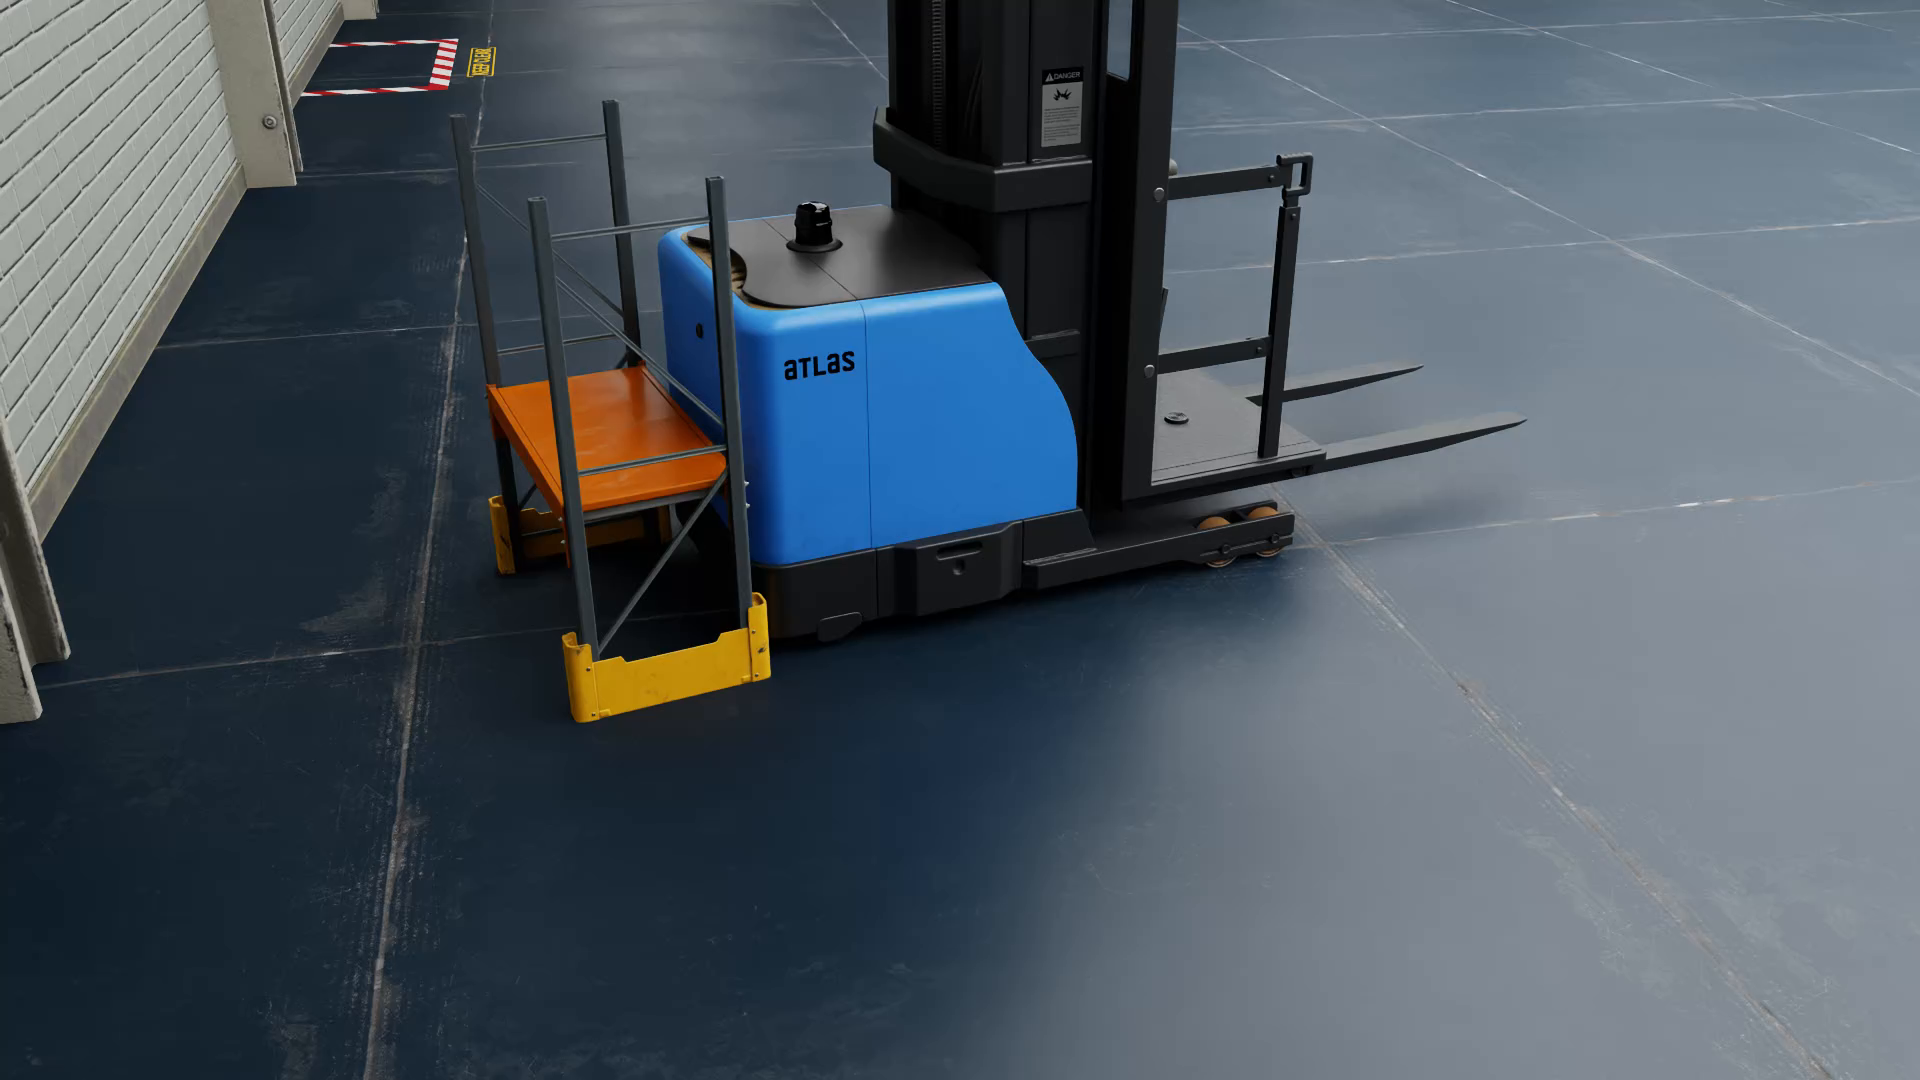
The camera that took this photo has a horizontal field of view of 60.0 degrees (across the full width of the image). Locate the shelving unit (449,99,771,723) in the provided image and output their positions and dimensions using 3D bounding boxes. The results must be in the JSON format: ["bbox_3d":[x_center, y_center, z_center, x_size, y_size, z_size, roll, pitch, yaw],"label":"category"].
[{"bbox_3d":[-1.056,-0.423,4.923,0.587,1.500,1.083,-12,29,-23],"label":"shelving unit"}]

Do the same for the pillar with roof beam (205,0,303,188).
[{"bbox_3d":[0.020,-6.648,8.935,9.100,9.000,0.400,-6,27,-12],"label":"pillar with roof beam"}]

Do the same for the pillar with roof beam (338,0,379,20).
[{"bbox_3d":[-1.332,-9.282,14.154,9.100,9.000,0.400,-6,27,-12],"label":"pillar with roof beam"}]

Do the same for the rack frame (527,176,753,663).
[{"bbox_3d":[-0.832,-0.213,4.507,0.500,1.500,0.032,-12,29,-23],"label":"rack frame"}]

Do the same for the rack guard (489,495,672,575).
[{"bbox_3d":[-1.271,-0.067,5.605,0.587,0.250,0.087,-12,29,-23],"label":"rack guard"}]

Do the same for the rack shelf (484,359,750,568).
[{"bbox_3d":[-1.052,-0.259,4.997,0.538,0.185,1.000,-12,29,-23],"label":"rack shelf"}]

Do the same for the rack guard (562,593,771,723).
[{"bbox_3d":[-0.839,0.337,4.804,0.587,0.250,0.087,-12,29,-23],"label":"rack guard"}]

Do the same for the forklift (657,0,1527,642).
[{"bbox_3d":[0.578,-1.422,5.315,3.031,2.935,1.130,-11,29,-21],"label":"forklift"}]

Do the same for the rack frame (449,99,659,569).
[{"bbox_3d":[-1.273,-0.626,5.324,0.500,1.500,0.032,-12,29,-23],"label":"rack frame"}]
